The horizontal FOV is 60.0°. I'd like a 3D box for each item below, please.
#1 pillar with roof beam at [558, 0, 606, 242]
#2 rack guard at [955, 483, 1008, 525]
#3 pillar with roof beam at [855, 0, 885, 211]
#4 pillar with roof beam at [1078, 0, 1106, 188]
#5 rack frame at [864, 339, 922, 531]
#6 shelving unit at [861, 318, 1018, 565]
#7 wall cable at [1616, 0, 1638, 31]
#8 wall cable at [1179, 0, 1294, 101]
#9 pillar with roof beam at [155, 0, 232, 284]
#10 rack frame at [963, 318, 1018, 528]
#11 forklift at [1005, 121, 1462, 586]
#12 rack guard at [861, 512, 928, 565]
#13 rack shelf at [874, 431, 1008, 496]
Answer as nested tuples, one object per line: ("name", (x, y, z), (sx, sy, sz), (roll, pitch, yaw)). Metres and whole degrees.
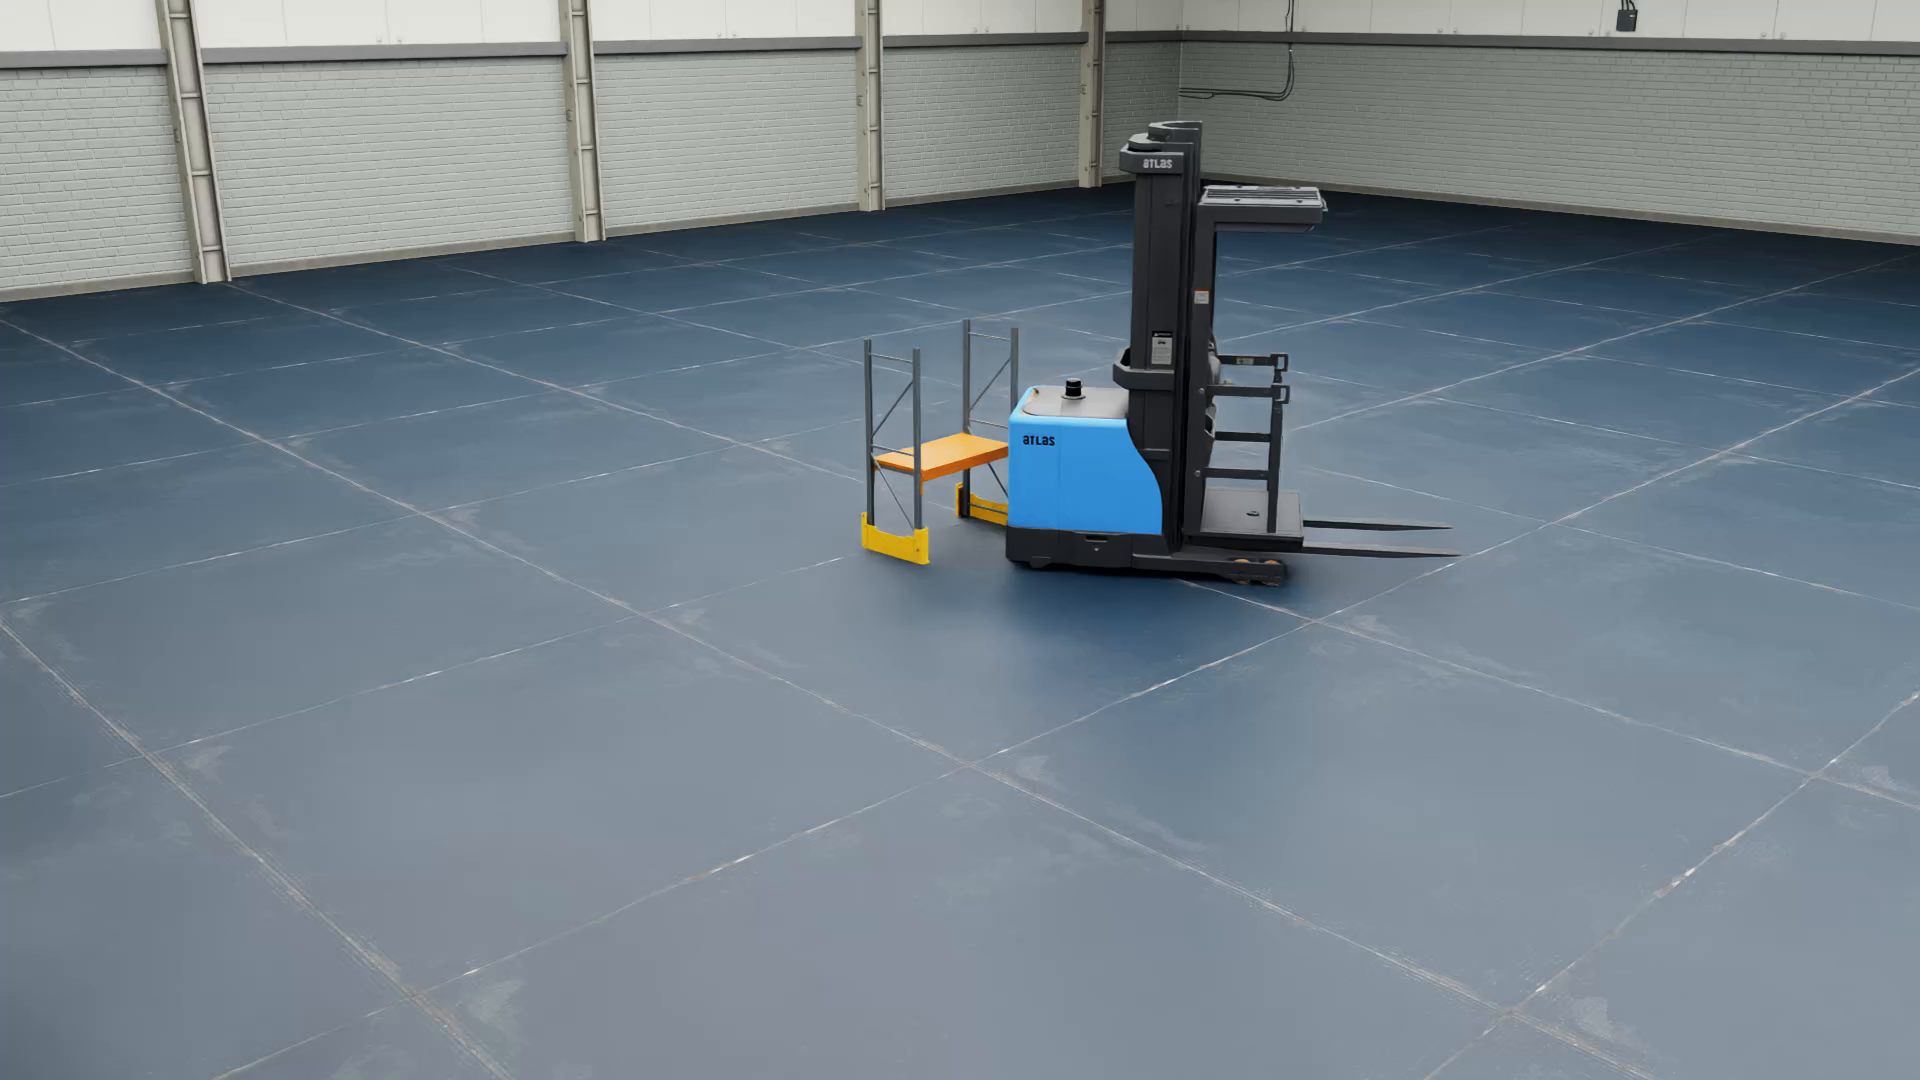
("pillar with roof beam", (-3.043, -8.182, 22.629), (0.400, 9.000, 9.100), (-16, 24, -41))
("rack guard", (0.204, -0.245, 12.336), (0.587, 0.250, 0.087), (15, 23, 39))
("pillar with roof beam", (1.316, -9.453, 26.550), (0.400, 9.000, 9.100), (-16, 24, -41))
("pillar with roof beam", (5.676, -10.724, 30.471), (0.400, 9.000, 9.100), (-16, 24, -41))
("rack frame", (-0.459, -0.610, 11.435), (0.500, 1.500, 0.032), (15, 23, 39))
("shelving unit", (-0.127, -0.725, 11.789), (0.587, 1.500, 1.083), (15, 23, 39))
("wall cable", (12.278, -11.504, 27.362), (0.169, 6.003, 2.305), (-16, 24, -41))
("wall cable", (5.767, -10.540, 34.937), (0.112, 2.526, 3.097), (-16, 24, -41))
("pillar with roof beam", (-7.403, -6.910, 18.707), (0.400, 9.000, 9.100), (-16, 24, -41))
("rack frame", (0.217, -0.844, 12.157), (0.500, 1.500, 0.032), (15, 23, 39))
("forklift", (1.878, -1.267, 11.140), (3.031, 2.935, 1.130), (3, 18, 10))
("rack guard", (-0.459, -0.016, 11.628), (0.587, 0.250, 0.087), (15, 23, 39))
("rack shelf", (-0.121, -0.556, 11.851), (0.538, 0.185, 1.000), (15, 23, 39))
